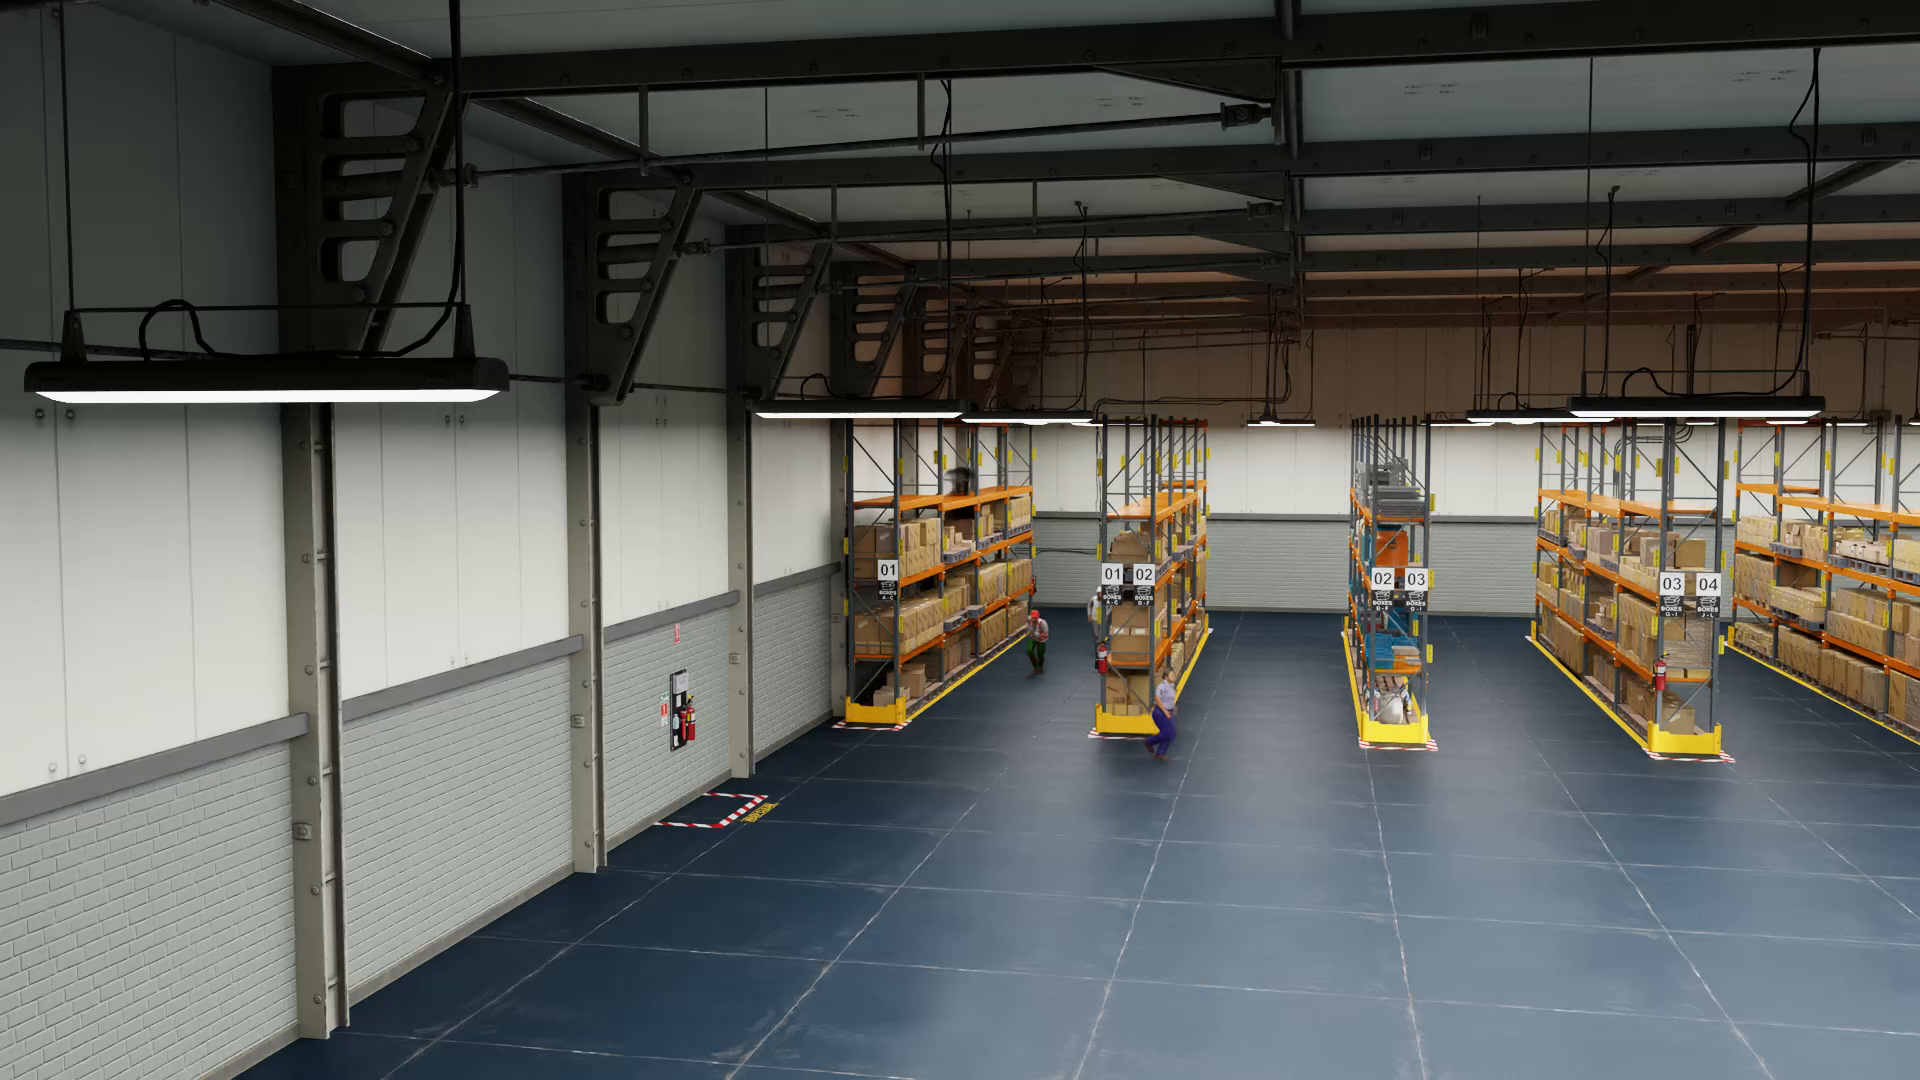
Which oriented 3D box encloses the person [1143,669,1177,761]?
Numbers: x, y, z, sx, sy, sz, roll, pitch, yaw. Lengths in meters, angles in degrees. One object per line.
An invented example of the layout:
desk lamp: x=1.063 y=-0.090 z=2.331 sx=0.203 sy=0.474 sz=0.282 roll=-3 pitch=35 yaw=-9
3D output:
person: x=3.461 y=3.021 z=28.837 sx=0.563 sy=1.604 sz=0.598 roll=2 pitch=4 yaw=29

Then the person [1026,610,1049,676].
person: x=1.827 y=2.373 z=38.859 sx=0.667 sy=1.553 sz=1.174 roll=1 pitch=4 yaw=19

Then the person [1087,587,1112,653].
person: x=3.594 y=2.033 z=42.701 sx=0.645 sy=1.712 sz=0.676 roll=0 pitch=4 yaw=-1
